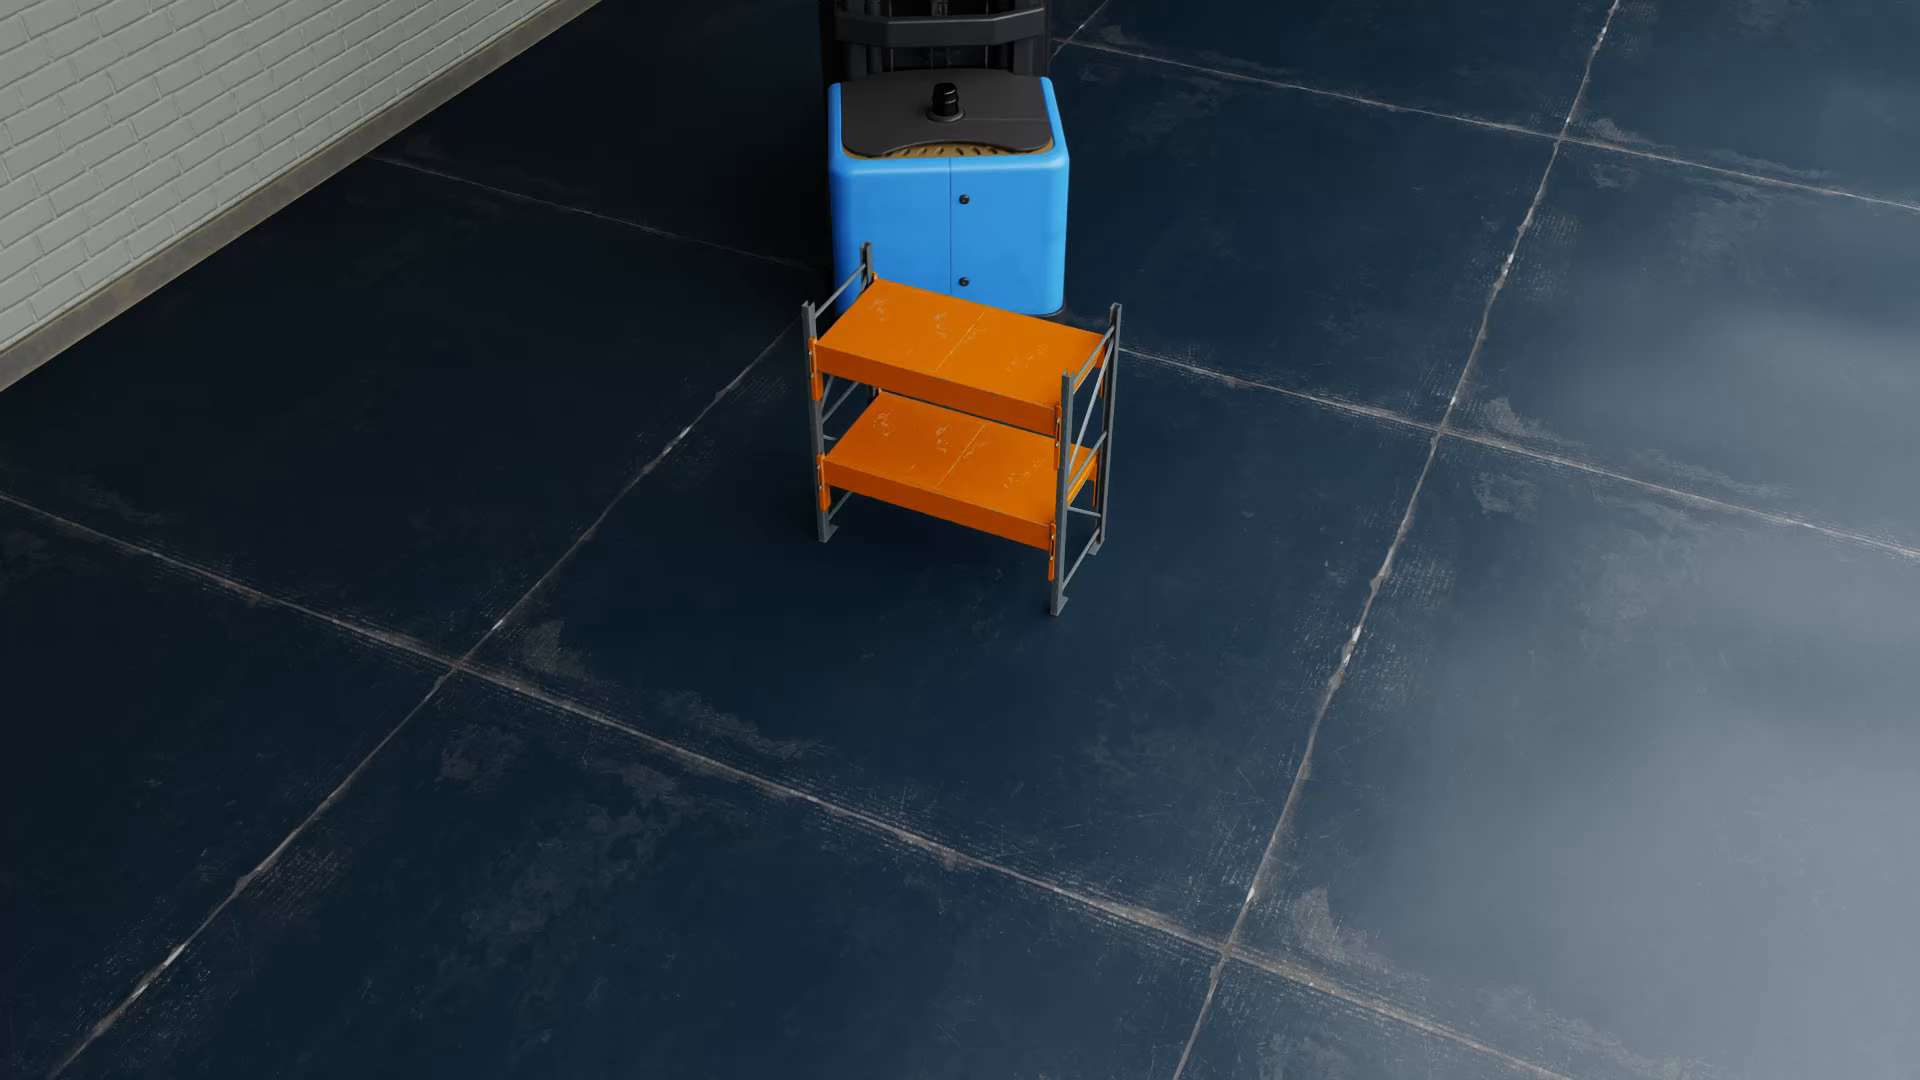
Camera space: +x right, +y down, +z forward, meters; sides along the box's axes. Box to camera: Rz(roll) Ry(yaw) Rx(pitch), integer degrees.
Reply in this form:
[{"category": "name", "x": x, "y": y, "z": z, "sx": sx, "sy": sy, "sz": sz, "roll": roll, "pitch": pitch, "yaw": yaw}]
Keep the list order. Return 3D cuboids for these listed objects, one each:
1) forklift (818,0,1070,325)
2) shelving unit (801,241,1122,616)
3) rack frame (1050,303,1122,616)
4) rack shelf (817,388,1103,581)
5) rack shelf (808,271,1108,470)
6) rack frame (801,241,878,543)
[{"category": "forklift", "x": -0.134, "y": -2.845, "z": 7.794, "sx": 1.130, "sy": 2.935, "sz": 3.031, "roll": -2, "pitch": 41, "yaw": -3}, {"category": "shelving unit", "x": 0.006, "y": -0.423, "z": 6.379, "sx": 1.048, "sy": 1.125, "sz": 0.538, "roll": 17, "pitch": 44, "yaw": 19}, {"category": "rack frame", "x": 0.467, "y": -0.282, "z": 6.217, "sx": 0.032, "sy": 1.125, "sz": 0.500, "roll": 17, "pitch": 44, "yaw": 19}, {"category": "rack shelf", "x": 0.006, "y": -0.238, "z": 6.540, "sx": 1.000, "sy": 0.278, "sz": 0.538, "roll": 17, "pitch": 44, "yaw": 19}, {"category": "rack shelf", "x": 0.006, "y": -0.644, "z": 6.188, "sx": 1.000, "sy": 0.278, "sz": 0.538, "roll": 17, "pitch": 44, "yaw": 19}, {"category": "rack frame", "x": -0.455, "y": -0.564, "z": 6.542, "sx": 0.032, "sy": 1.125, "sz": 0.500, "roll": 17, "pitch": 44, "yaw": 19}]
